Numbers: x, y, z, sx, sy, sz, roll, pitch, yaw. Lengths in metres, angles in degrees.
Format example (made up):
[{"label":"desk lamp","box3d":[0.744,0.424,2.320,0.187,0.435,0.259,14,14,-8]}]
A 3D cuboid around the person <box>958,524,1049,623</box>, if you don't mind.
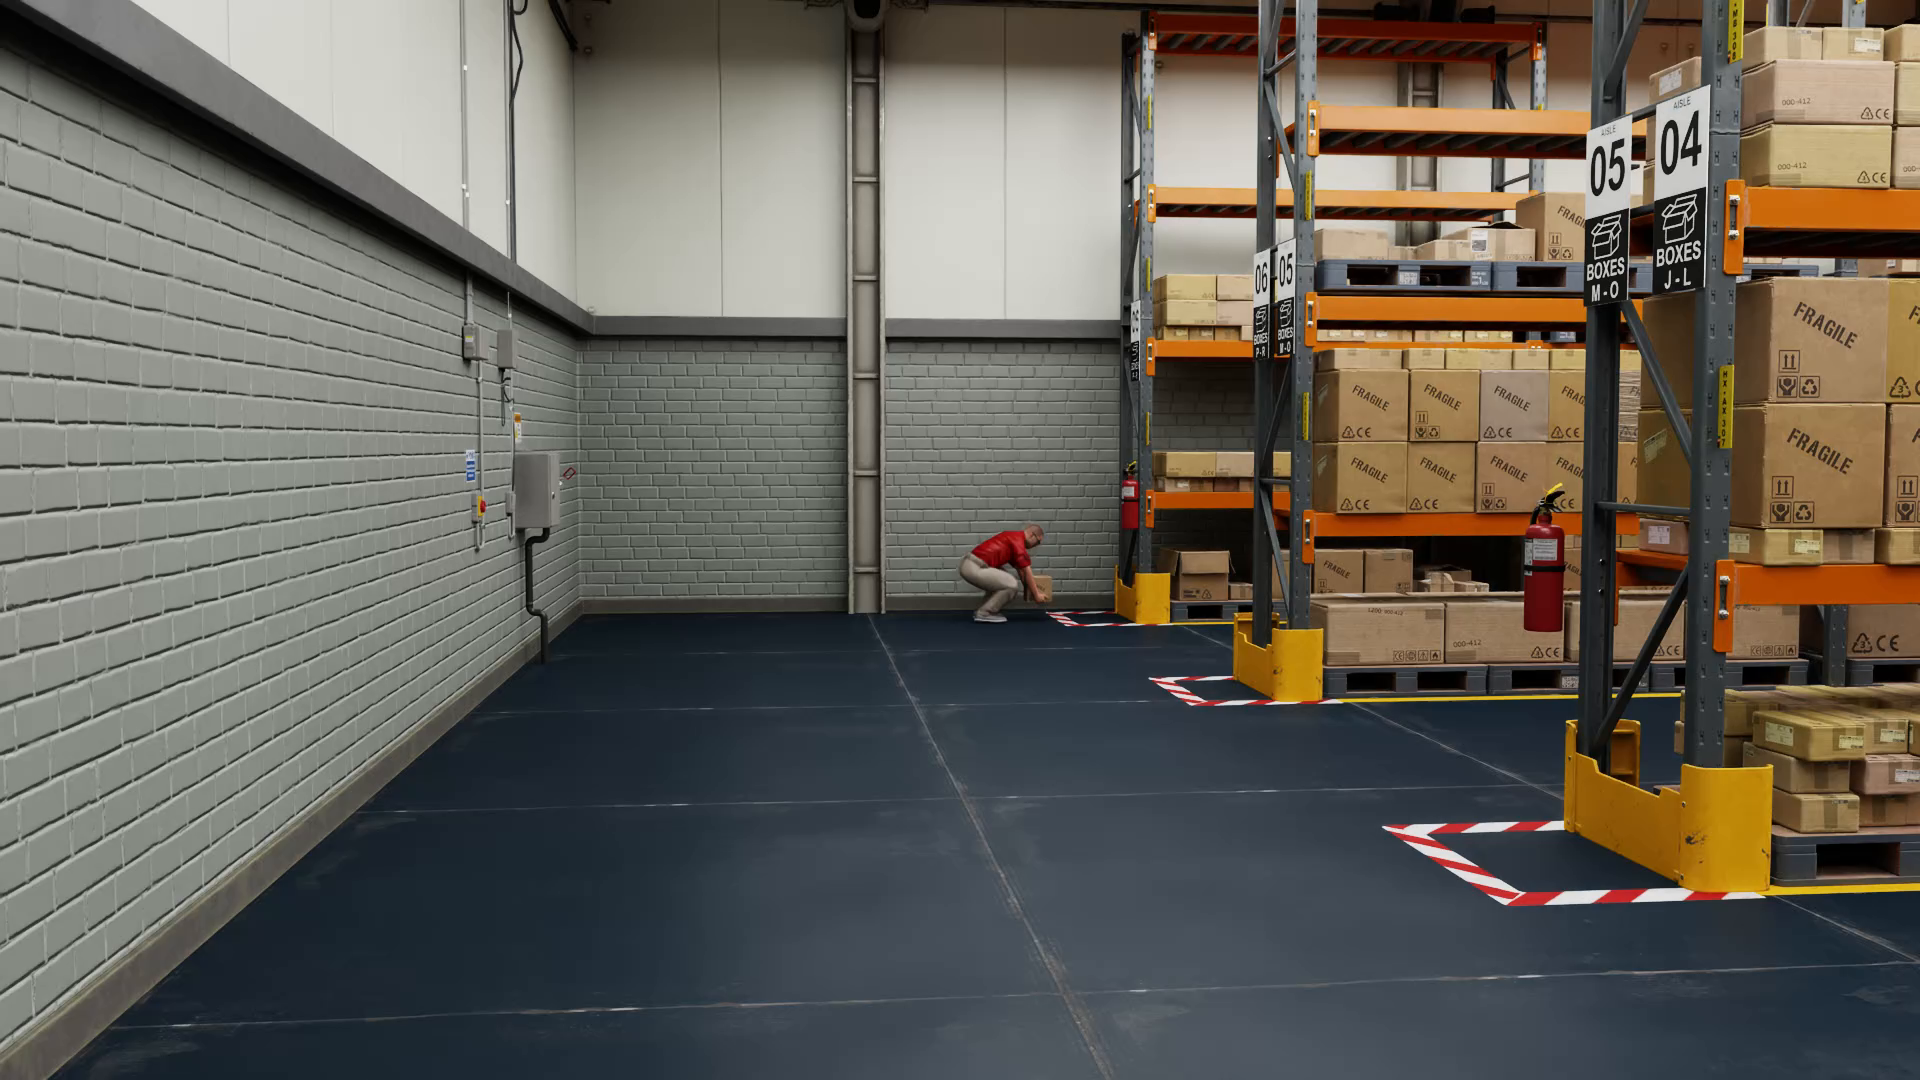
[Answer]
[{"label":"person","box3d":[0.436,0.335,16.710,0.904,0.980,0.530,0,3,-8]}]
